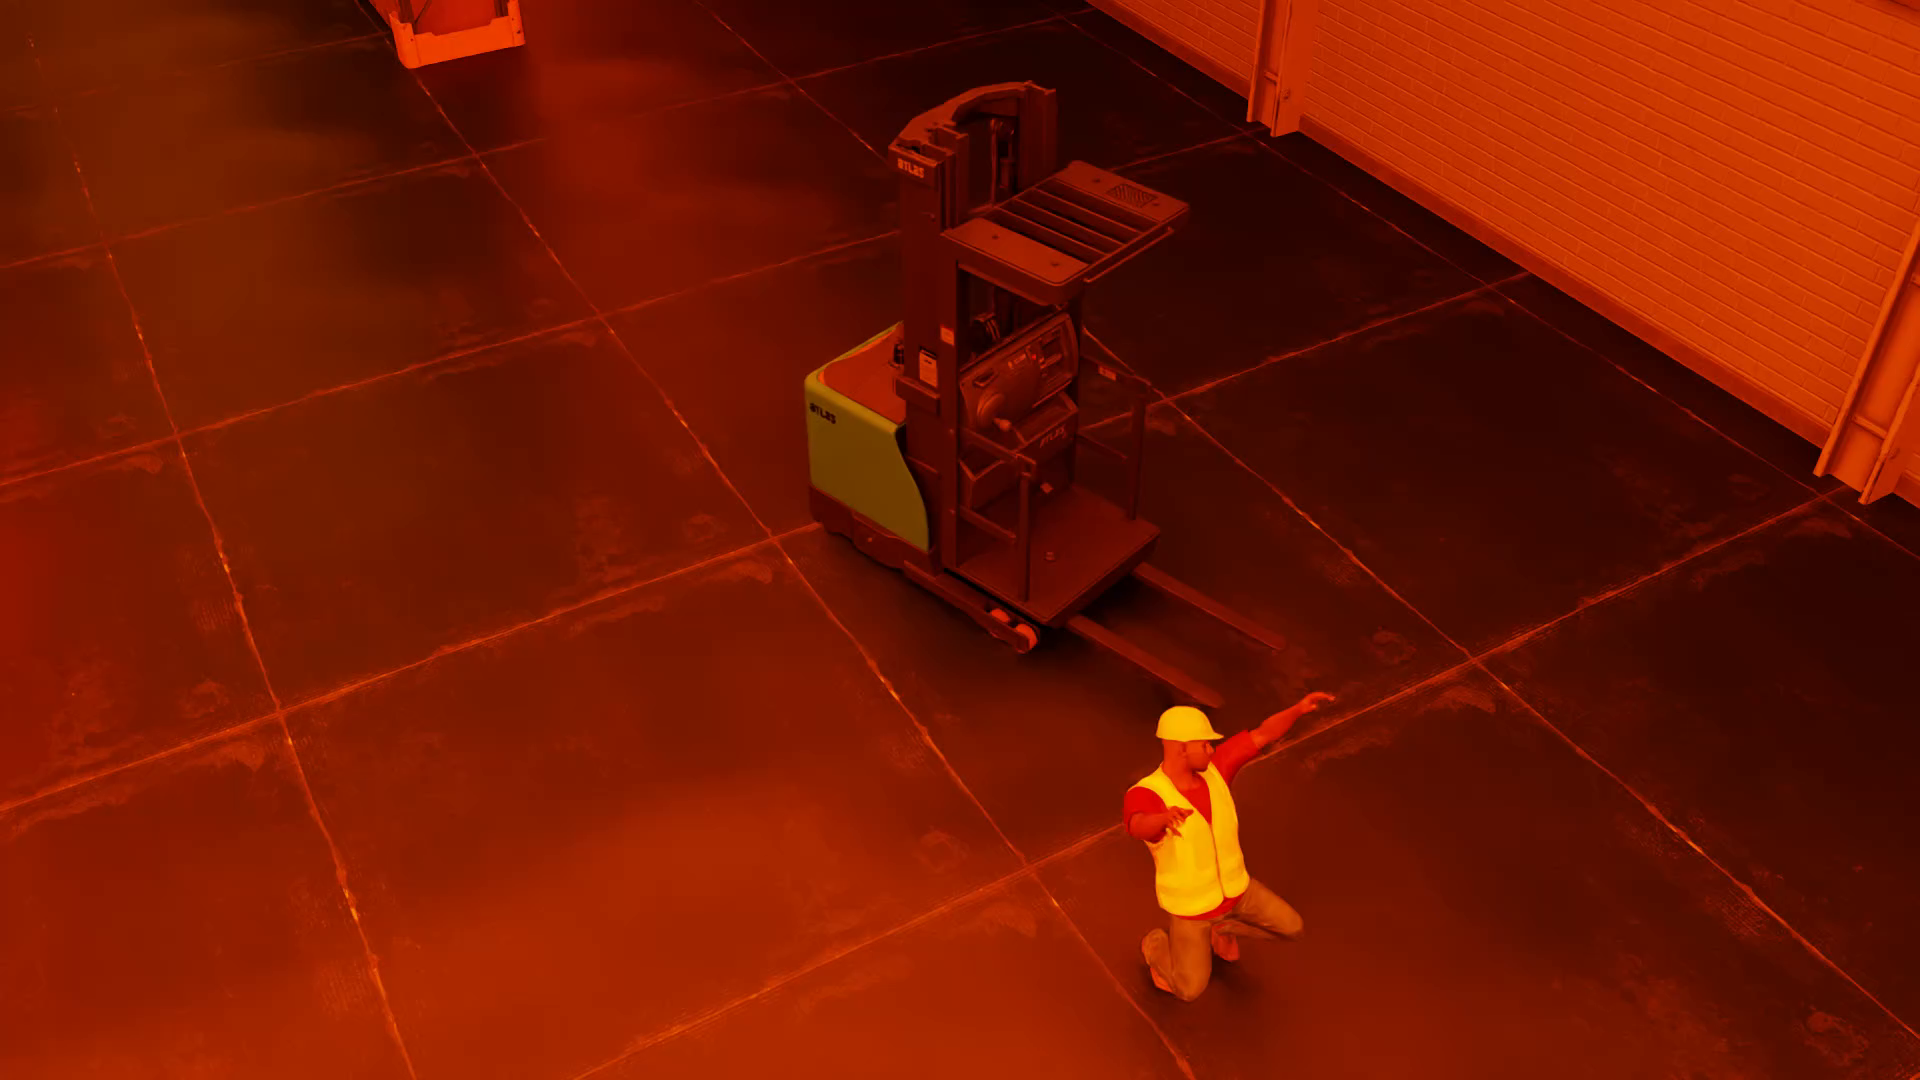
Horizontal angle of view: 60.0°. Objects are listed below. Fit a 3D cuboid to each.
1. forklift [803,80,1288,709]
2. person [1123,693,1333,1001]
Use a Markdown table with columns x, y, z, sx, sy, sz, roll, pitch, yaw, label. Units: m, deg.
| x | y | z | sx | sy | sz | roll | pitch | yaw | label |
| --- | --- | --- | --- | --- | --- | --- | --- | --- | --- |
| 0.488 | -0.860 | 9.073 | 3.031 | 2.935 | 1.130 | 30 | 48 | 31 | forklift |
| 1.126 | 1.393 | 7.398 | 1.011 | 1.627 | 0.773 | -23 | 45 | -25 | person |
